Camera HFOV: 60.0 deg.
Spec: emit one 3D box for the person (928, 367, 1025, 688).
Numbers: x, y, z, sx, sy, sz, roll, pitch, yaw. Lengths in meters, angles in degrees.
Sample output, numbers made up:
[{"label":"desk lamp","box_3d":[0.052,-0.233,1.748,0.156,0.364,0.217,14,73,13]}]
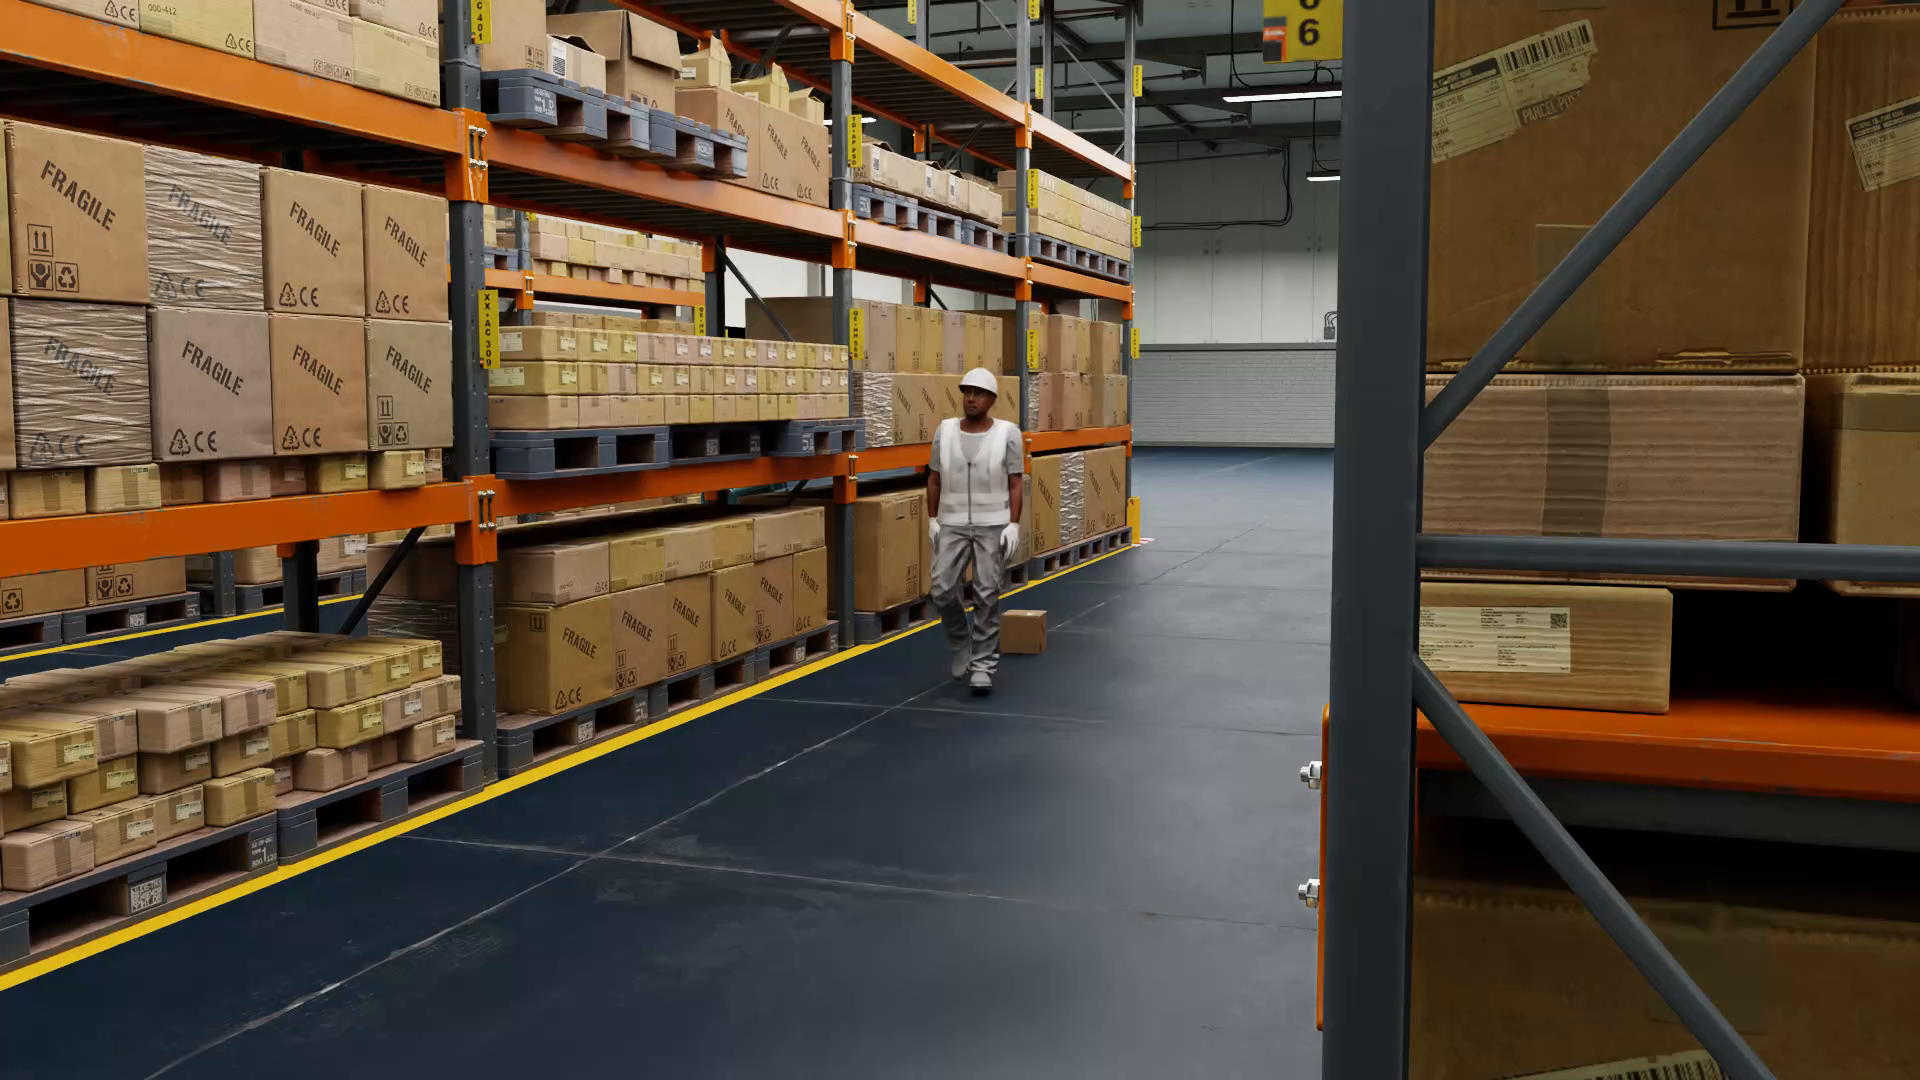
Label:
[{"label":"person","box_3d":[0.089,-0.070,9.292,0.556,1.778,0.491,1,5,11]}]
